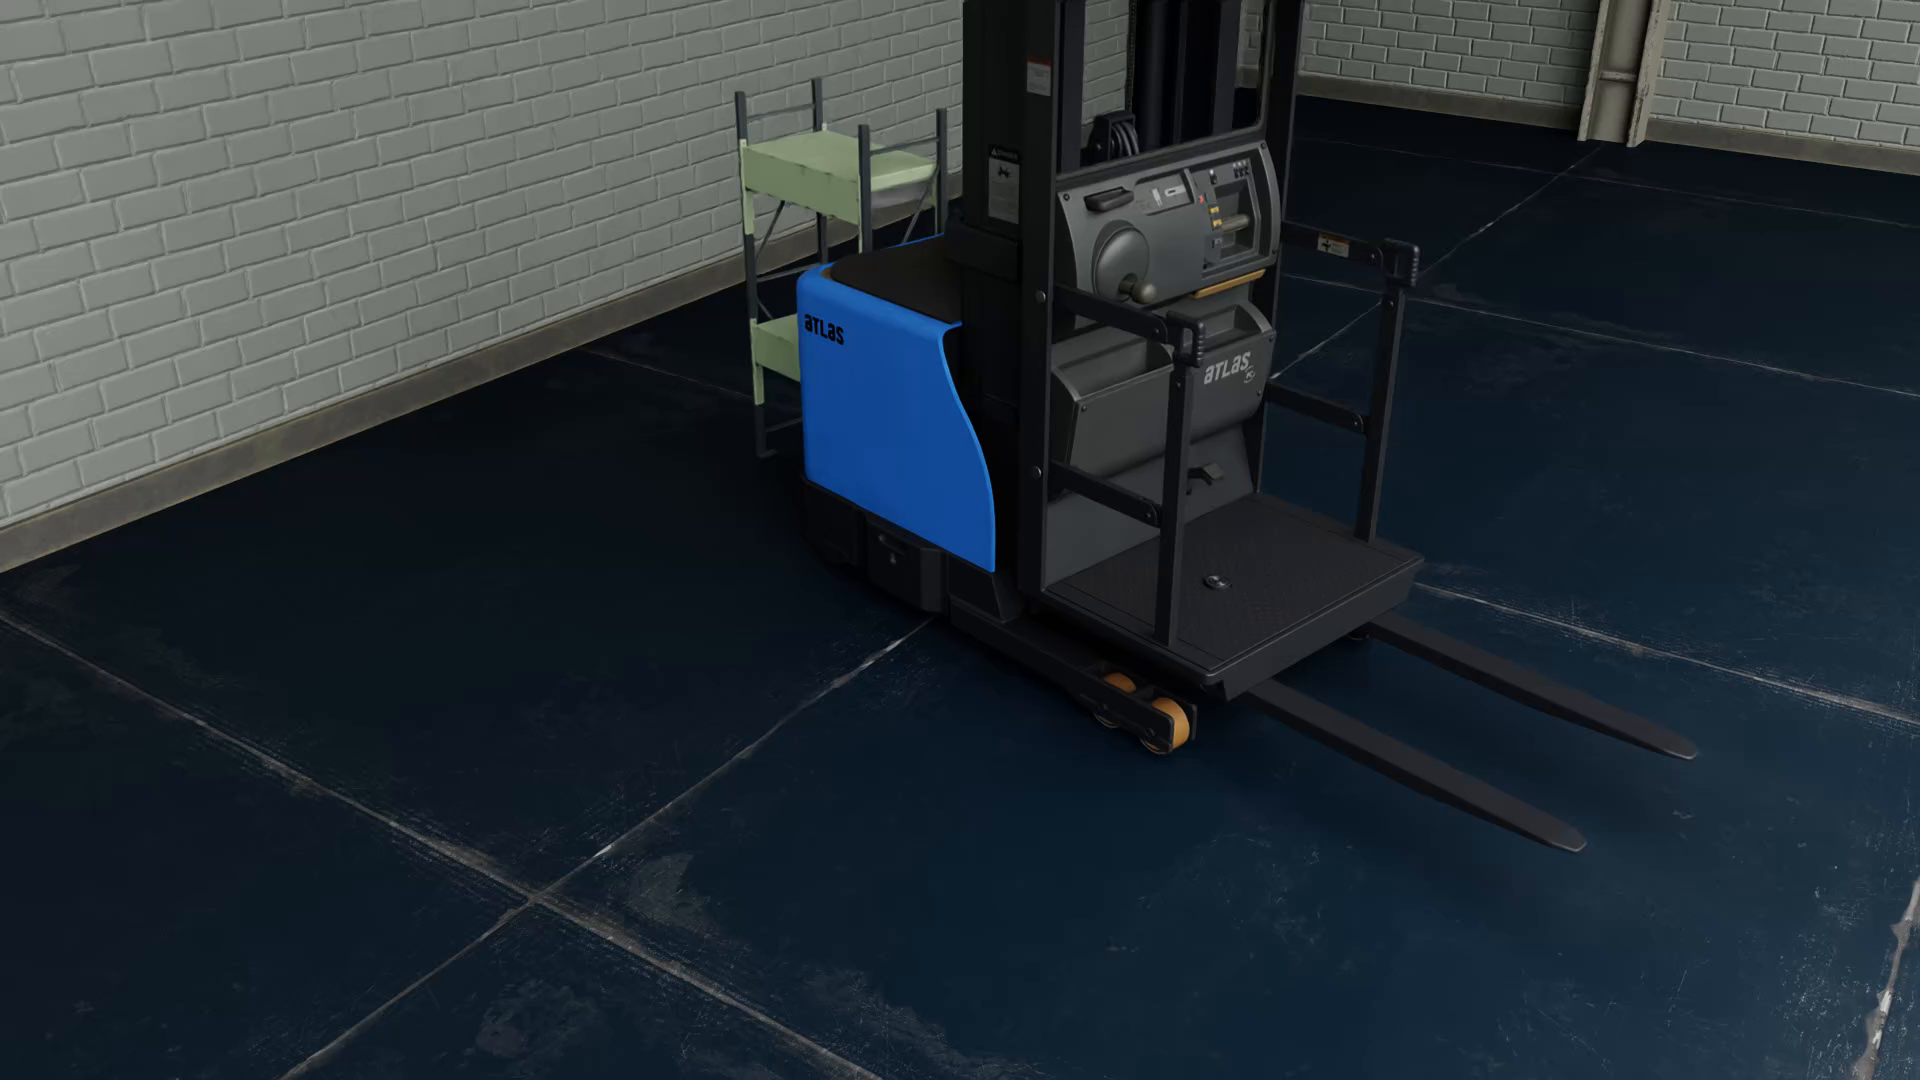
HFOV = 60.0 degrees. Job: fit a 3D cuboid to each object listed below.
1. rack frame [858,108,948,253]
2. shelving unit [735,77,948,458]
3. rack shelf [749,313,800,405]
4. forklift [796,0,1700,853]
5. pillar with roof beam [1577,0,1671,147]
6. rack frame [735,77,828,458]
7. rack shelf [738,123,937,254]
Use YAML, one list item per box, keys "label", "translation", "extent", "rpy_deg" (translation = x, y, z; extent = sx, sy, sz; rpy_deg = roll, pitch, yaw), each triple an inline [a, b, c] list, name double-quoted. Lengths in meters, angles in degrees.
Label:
- label: "rack frame"
  translation: [-0.200, -0.831, 6.229]
  extent: [0.400, 1.500, 0.023]
  rpy_deg: [-23, 35, -37]
- label: "shelving unit"
  translation: [-0.447, -0.953, 6.469]
  extent: [0.431, 1.500, 0.755]
  rpy_deg: [-23, 35, -37]
- label: "rack shelf"
  translation: [-0.447, -0.663, 6.617]
  extent: [0.431, 0.370, 0.720]
  rpy_deg: [-23, 35, -37]
- label: "forklift"
  translation: [0.785, -0.927, 4.840]
  extent: [1.130, 2.935, 3.031]
  rpy_deg: [-23, 35, -37]
- label: "pillar with roof beam"
  translation: [2.209, -5.261, 6.666]
  extent: [0.400, 9.000, 9.100]
  rpy_deg: [17, 32, 30]
- label: "rack frame"
  translation: [-0.694, -1.076, 6.710]
  extent: [0.400, 1.500, 0.023]
  rpy_deg: [-23, 35, -37]
- label: "rack shelf"
  translation: [-0.447, -1.301, 6.292]
  extent: [0.431, 0.370, 0.720]
  rpy_deg: [-23, 35, -37]
